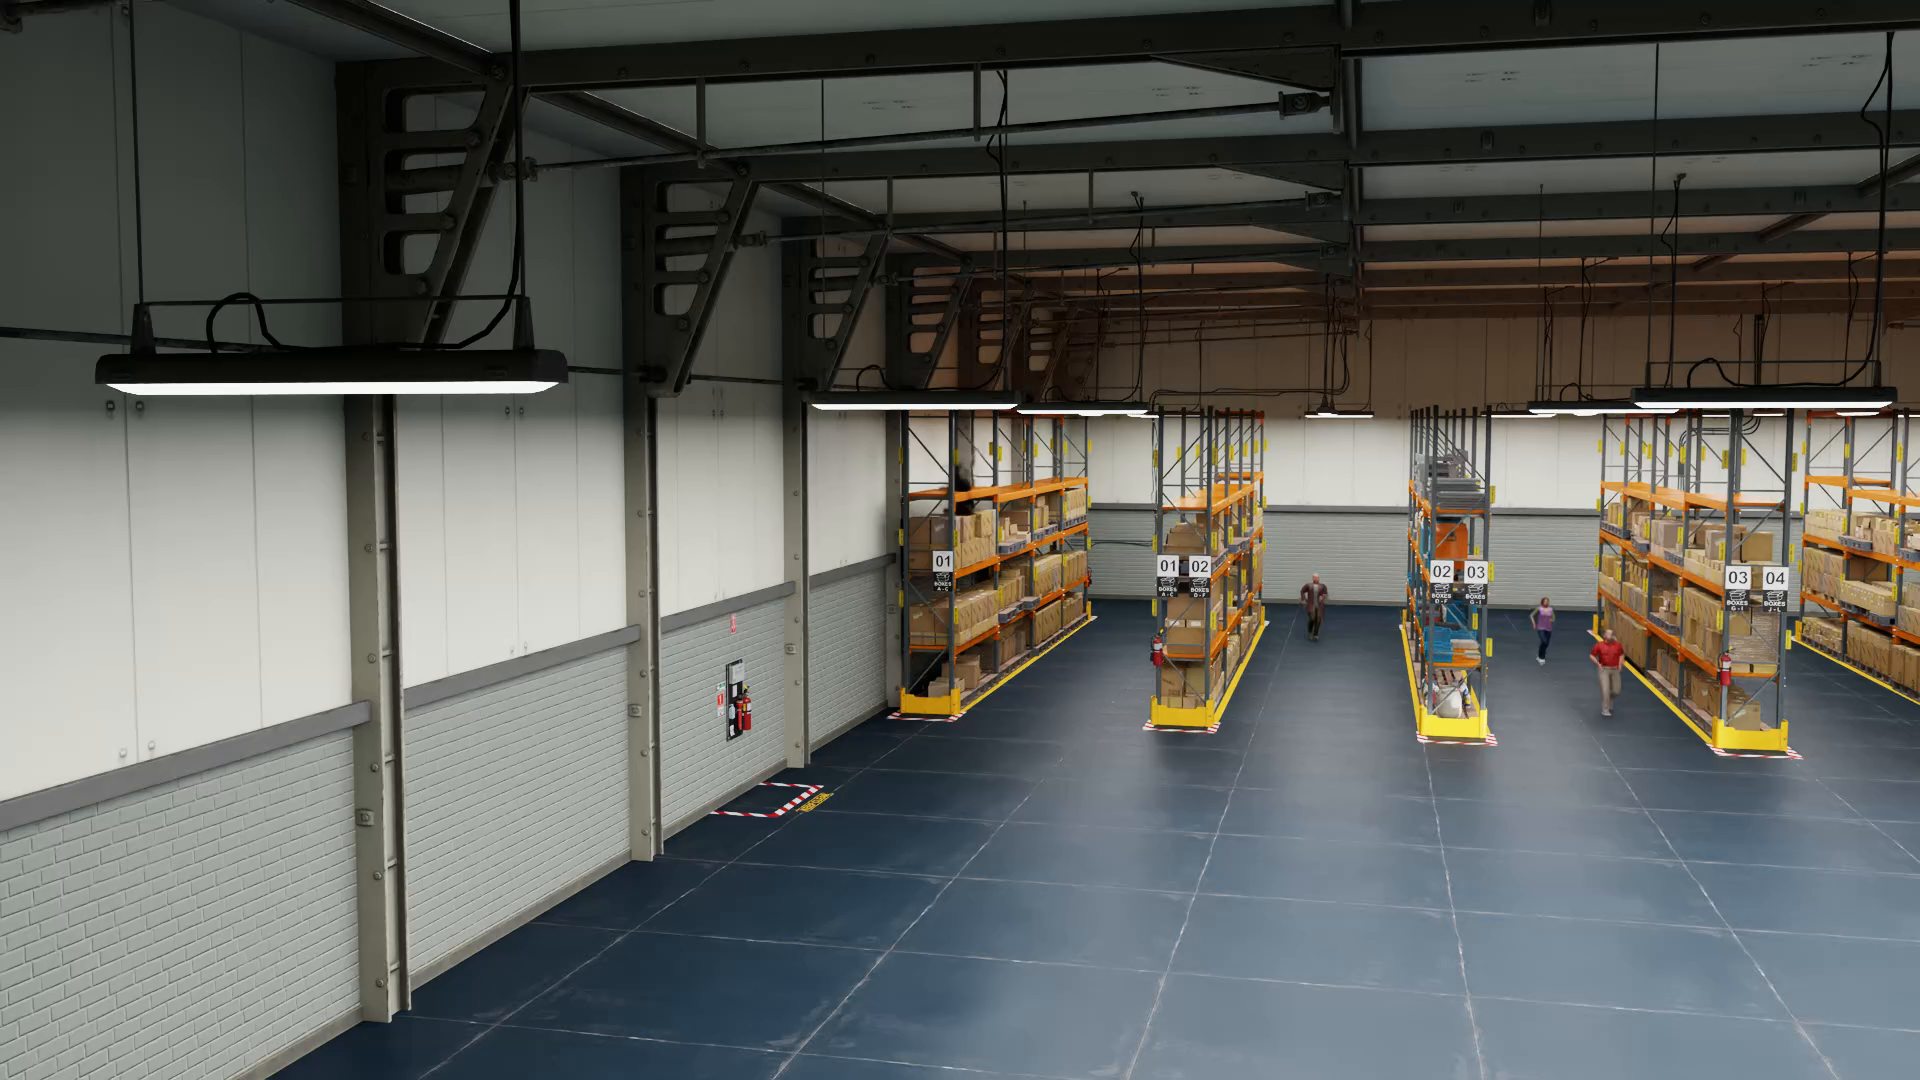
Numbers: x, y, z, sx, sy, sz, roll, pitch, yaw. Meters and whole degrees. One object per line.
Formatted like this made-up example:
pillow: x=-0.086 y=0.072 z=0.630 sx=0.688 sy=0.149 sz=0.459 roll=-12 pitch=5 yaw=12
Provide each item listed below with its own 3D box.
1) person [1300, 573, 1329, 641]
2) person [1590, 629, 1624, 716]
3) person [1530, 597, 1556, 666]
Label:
person: x=9.218 y=1.787 z=43.159 sx=0.683 sy=1.673 sz=0.724 roll=0 pitch=4 yaw=2
person: x=12.600 y=2.565 z=32.330 sx=0.661 sy=1.671 sz=0.605 roll=0 pitch=4 yaw=6
person: x=13.661 y=2.141 z=38.895 sx=0.503 sy=1.602 sz=0.682 roll=0 pitch=4 yaw=-4
